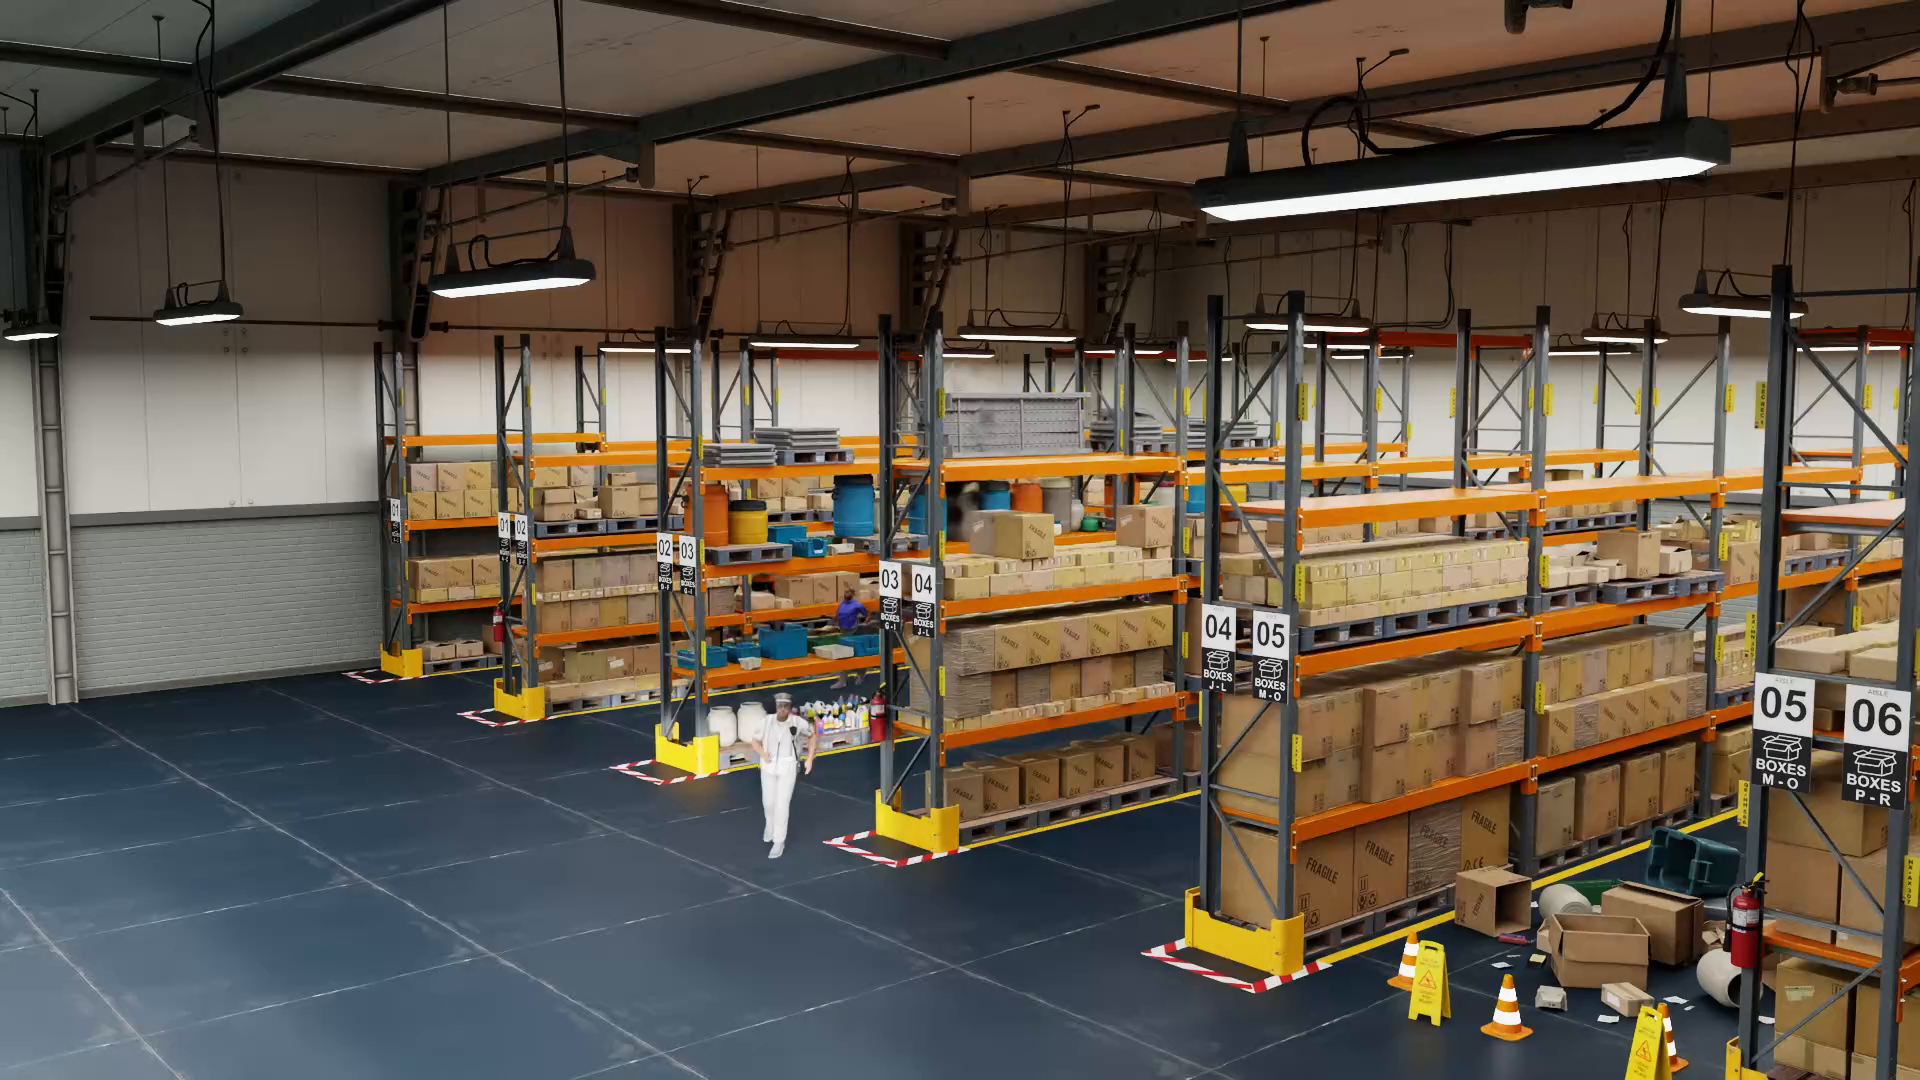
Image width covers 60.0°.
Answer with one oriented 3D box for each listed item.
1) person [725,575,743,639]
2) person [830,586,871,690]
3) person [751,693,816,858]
[{"bbox_3d":[-4.133,1.479,31.384,0.559,1.706,0.662,5,7,42],"label":"person"},{"bbox_3d":[-1.816,1.590,27.217,0.575,1.693,0.889,5,7,43],"label":"person"},{"bbox_3d":[-1.981,2.577,18.659,0.722,1.788,0.882,0,5,0],"label":"person"}]
